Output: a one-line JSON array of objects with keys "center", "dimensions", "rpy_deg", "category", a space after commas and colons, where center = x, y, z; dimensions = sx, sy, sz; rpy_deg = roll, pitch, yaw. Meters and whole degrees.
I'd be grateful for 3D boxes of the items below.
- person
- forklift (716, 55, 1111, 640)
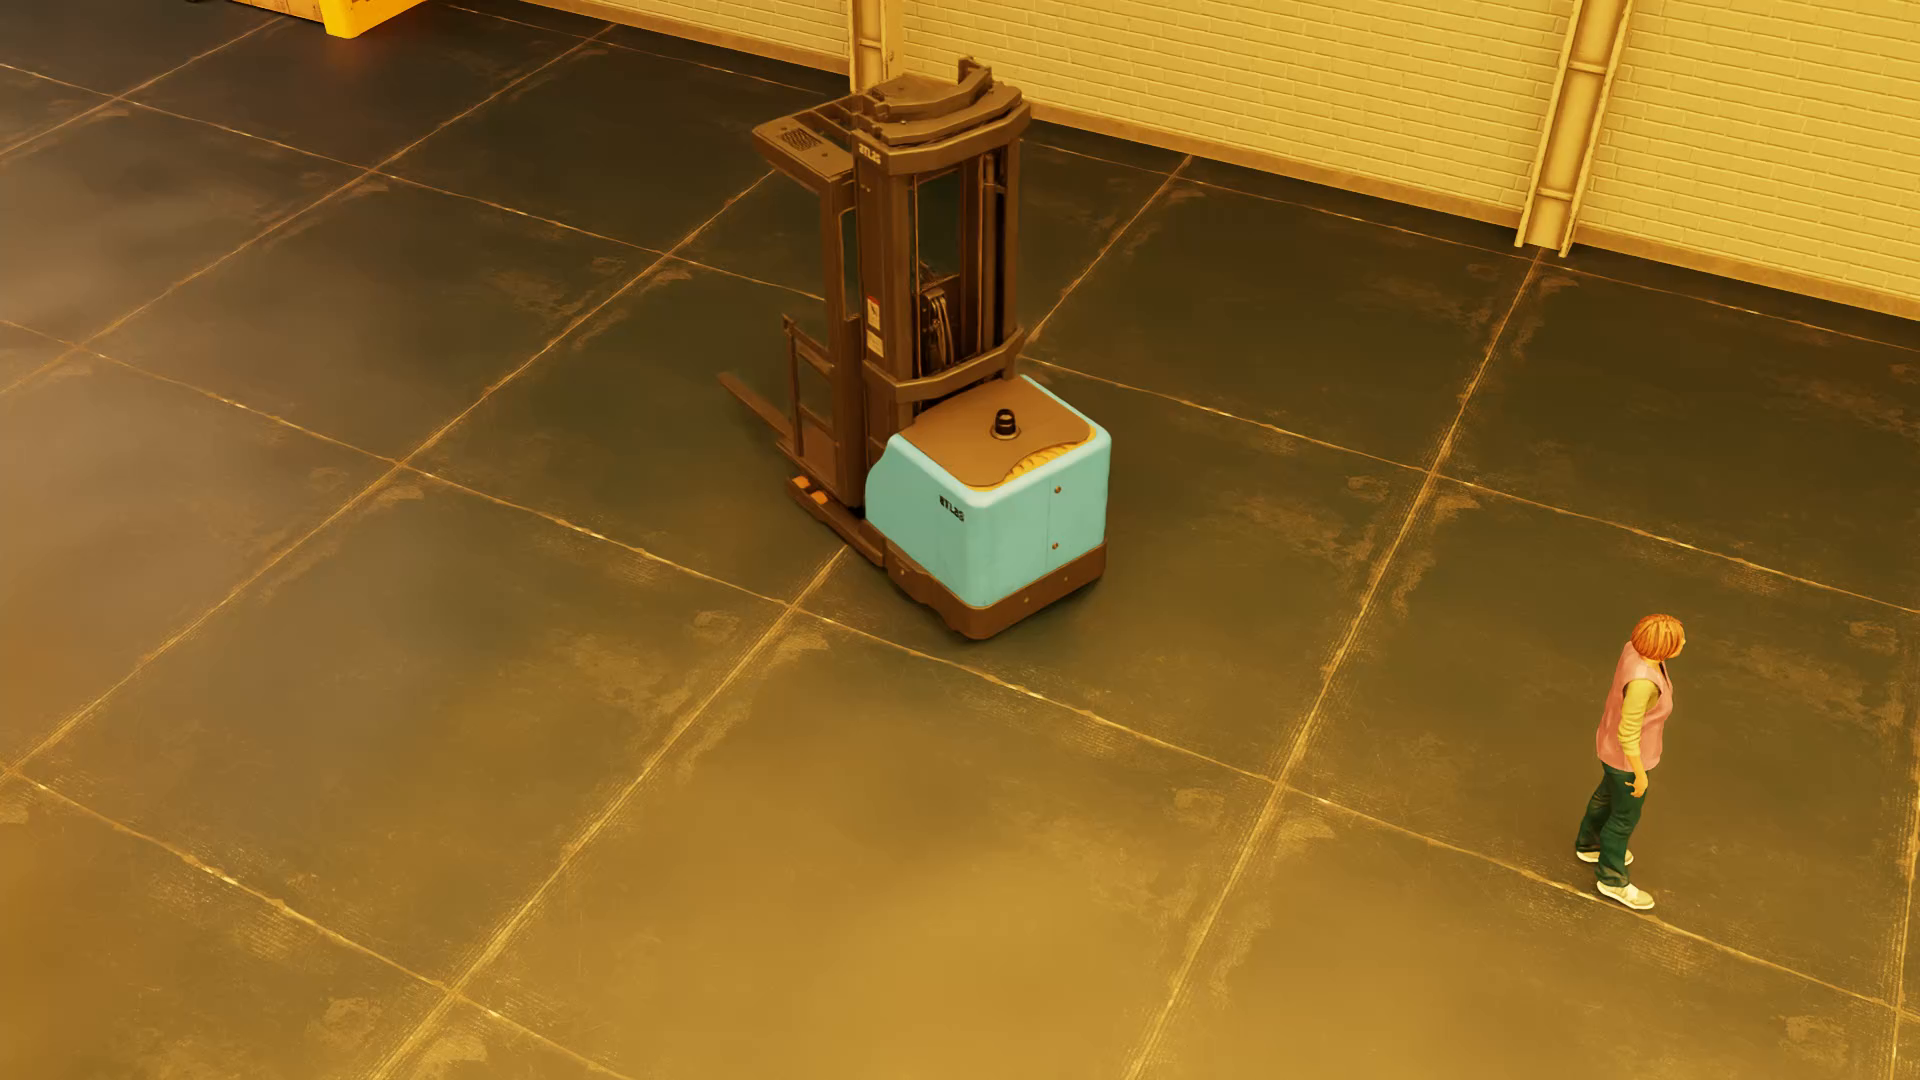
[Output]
[{"center": [3.221, 1.010, 7.823], "dimensions": [0.475, 1.582, 0.520], "rpy_deg": [11, 41, 13], "category": "person"}, {"center": [-0.446, -1.442, 9.698], "dimensions": [1.130, 2.935, 3.031], "rpy_deg": [-27, 47, -29], "category": "forklift"}]
